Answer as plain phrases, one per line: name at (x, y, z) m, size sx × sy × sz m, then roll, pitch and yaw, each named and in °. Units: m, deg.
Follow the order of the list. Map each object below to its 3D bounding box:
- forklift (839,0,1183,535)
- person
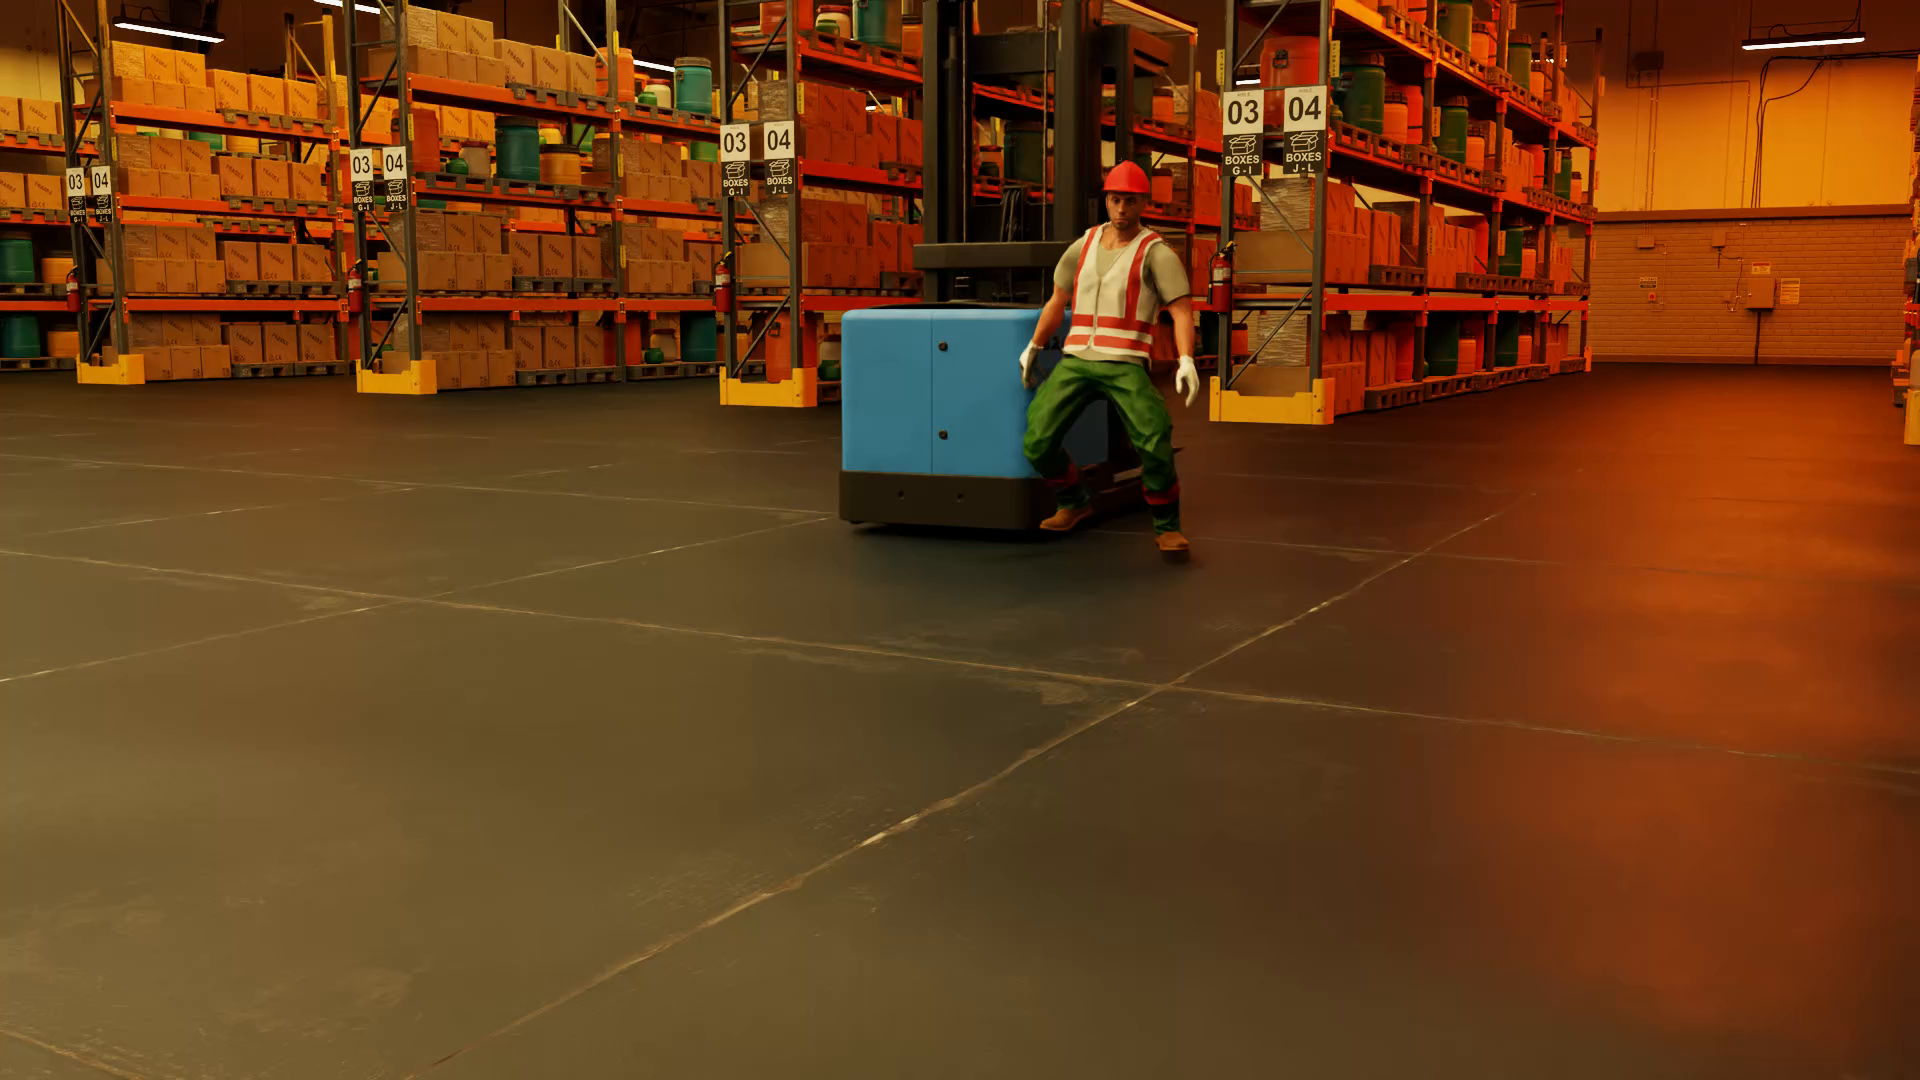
forklift at (0.472, -1.639, 8.965) m, size 1.130 × 2.935 × 3.031 m, roll 3°, pitch 9°, yaw 23°
person at (0.626, -0.786, 7.192) m, size 0.935 × 1.660 × 0.502 m, roll 5°, pitch 9°, yaw 33°
